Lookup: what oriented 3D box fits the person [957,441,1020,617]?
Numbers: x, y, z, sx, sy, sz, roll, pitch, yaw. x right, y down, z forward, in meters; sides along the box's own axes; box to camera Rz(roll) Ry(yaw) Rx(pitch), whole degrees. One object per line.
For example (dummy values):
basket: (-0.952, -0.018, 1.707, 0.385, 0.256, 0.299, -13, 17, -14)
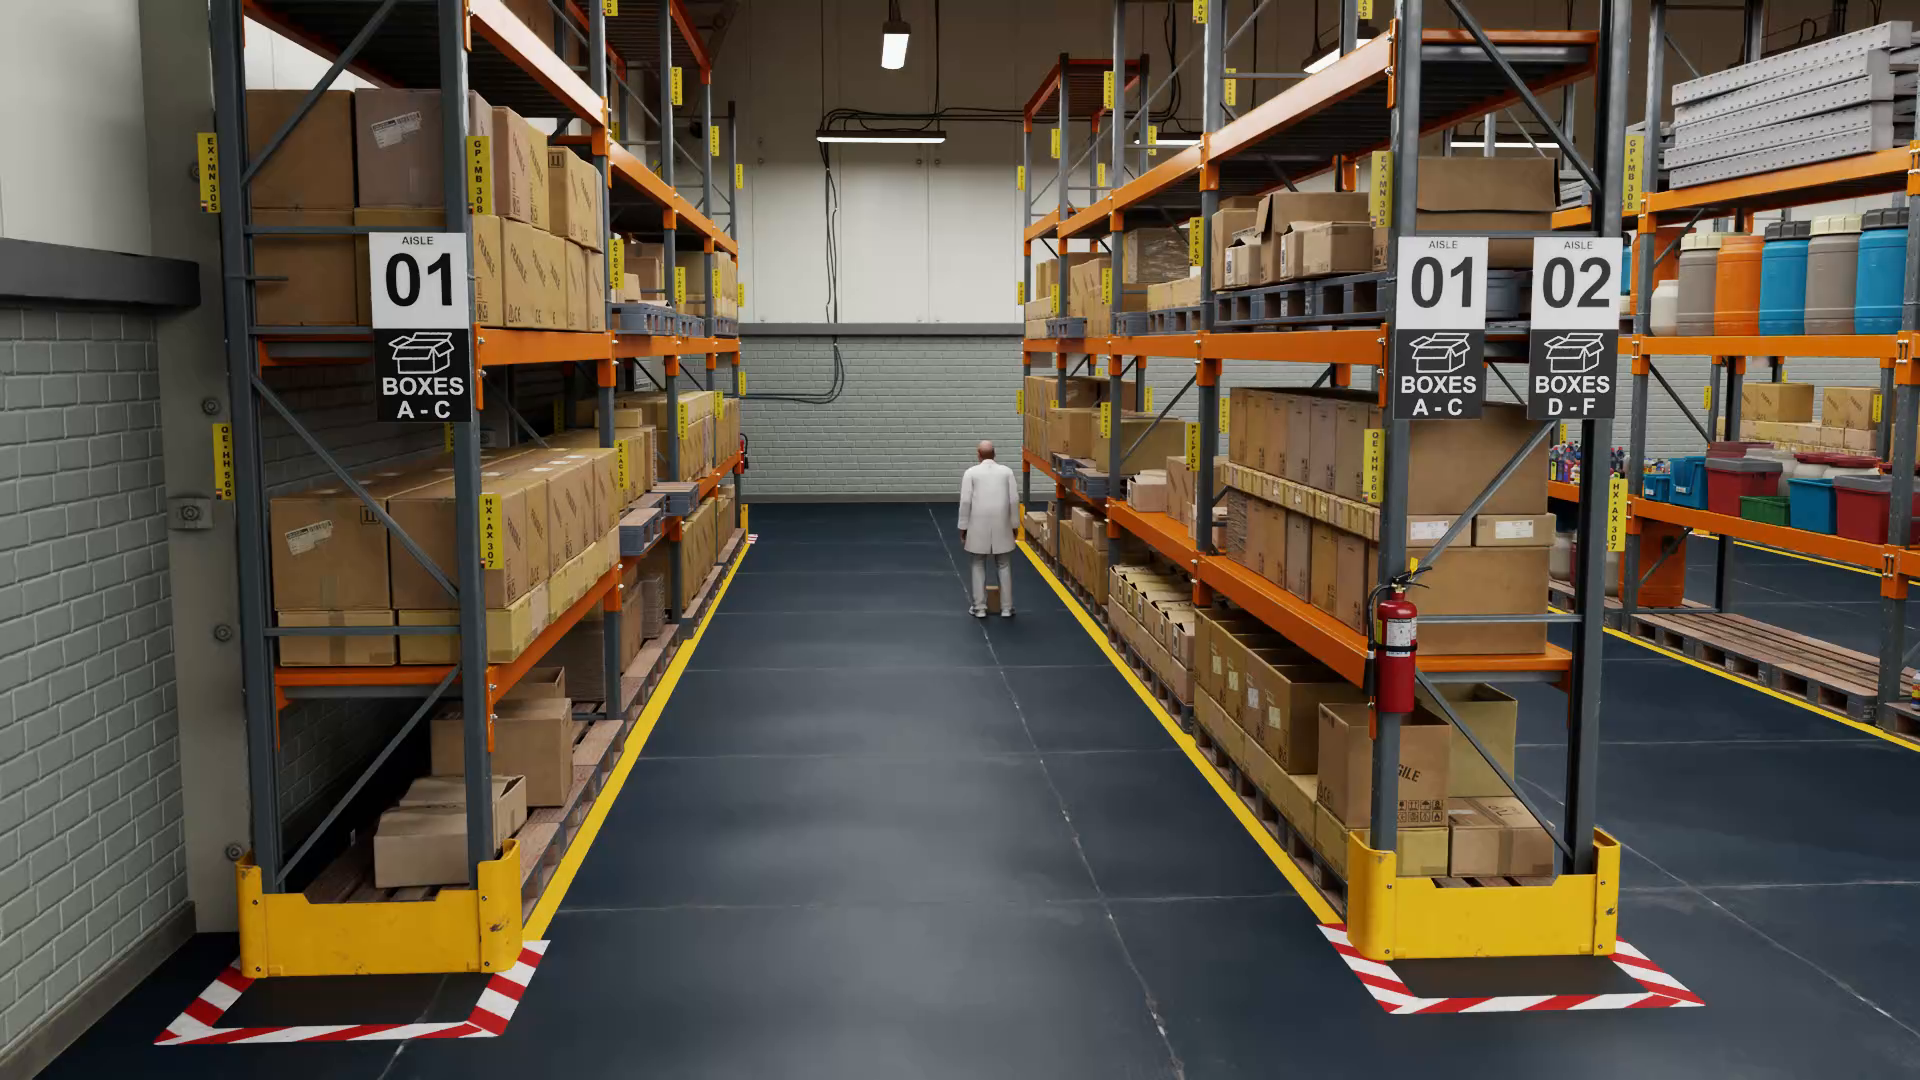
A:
person: (0.291, -0.114, 16.781, 0.645, 1.772, 0.429, -1, 7, -7)
